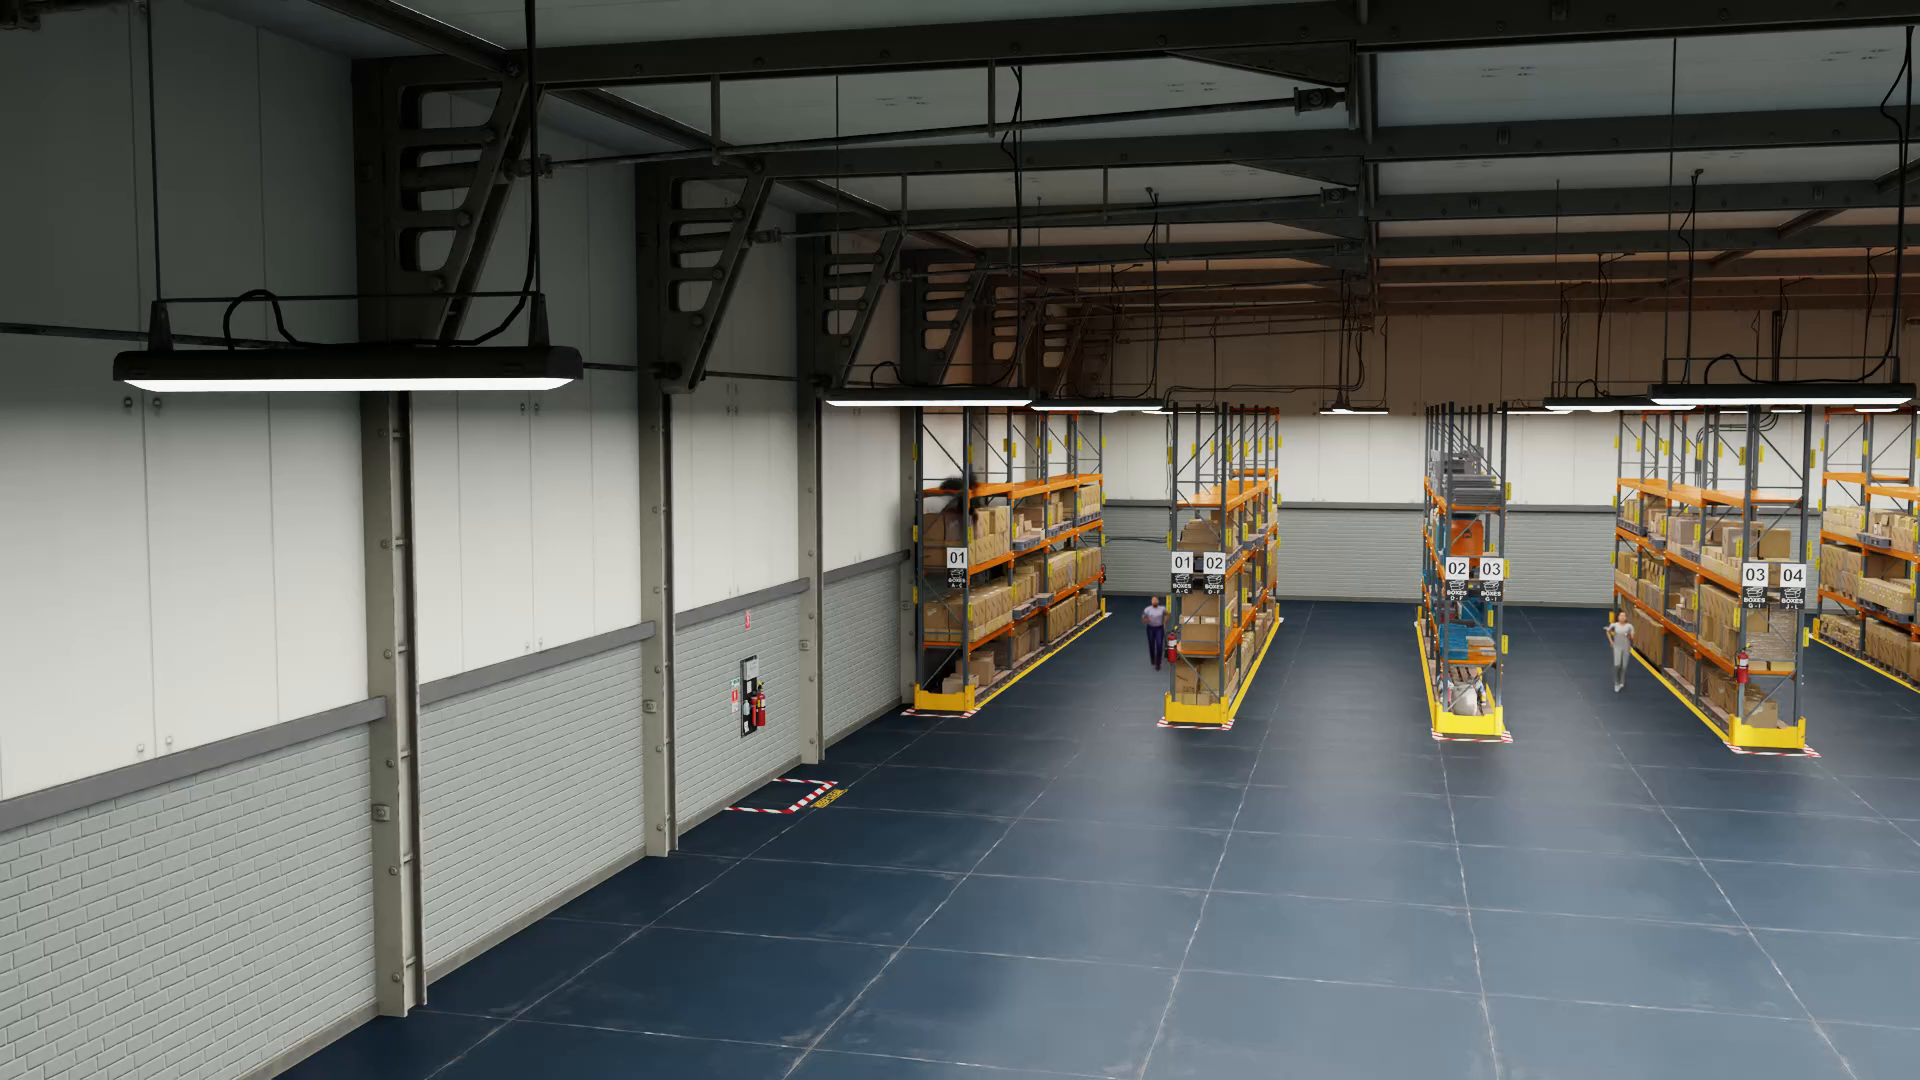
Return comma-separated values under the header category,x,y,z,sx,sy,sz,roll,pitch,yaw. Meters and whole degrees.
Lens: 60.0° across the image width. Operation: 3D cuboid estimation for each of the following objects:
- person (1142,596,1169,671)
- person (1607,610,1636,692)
category,x,y,z,sx,sy,sz,roll,pitch,yaw
person,4.434,2.093,37.847,0.604,1.669,0.893,1,4,9
person,13.821,2.324,34.758,0.544,1.708,0.686,1,4,15
